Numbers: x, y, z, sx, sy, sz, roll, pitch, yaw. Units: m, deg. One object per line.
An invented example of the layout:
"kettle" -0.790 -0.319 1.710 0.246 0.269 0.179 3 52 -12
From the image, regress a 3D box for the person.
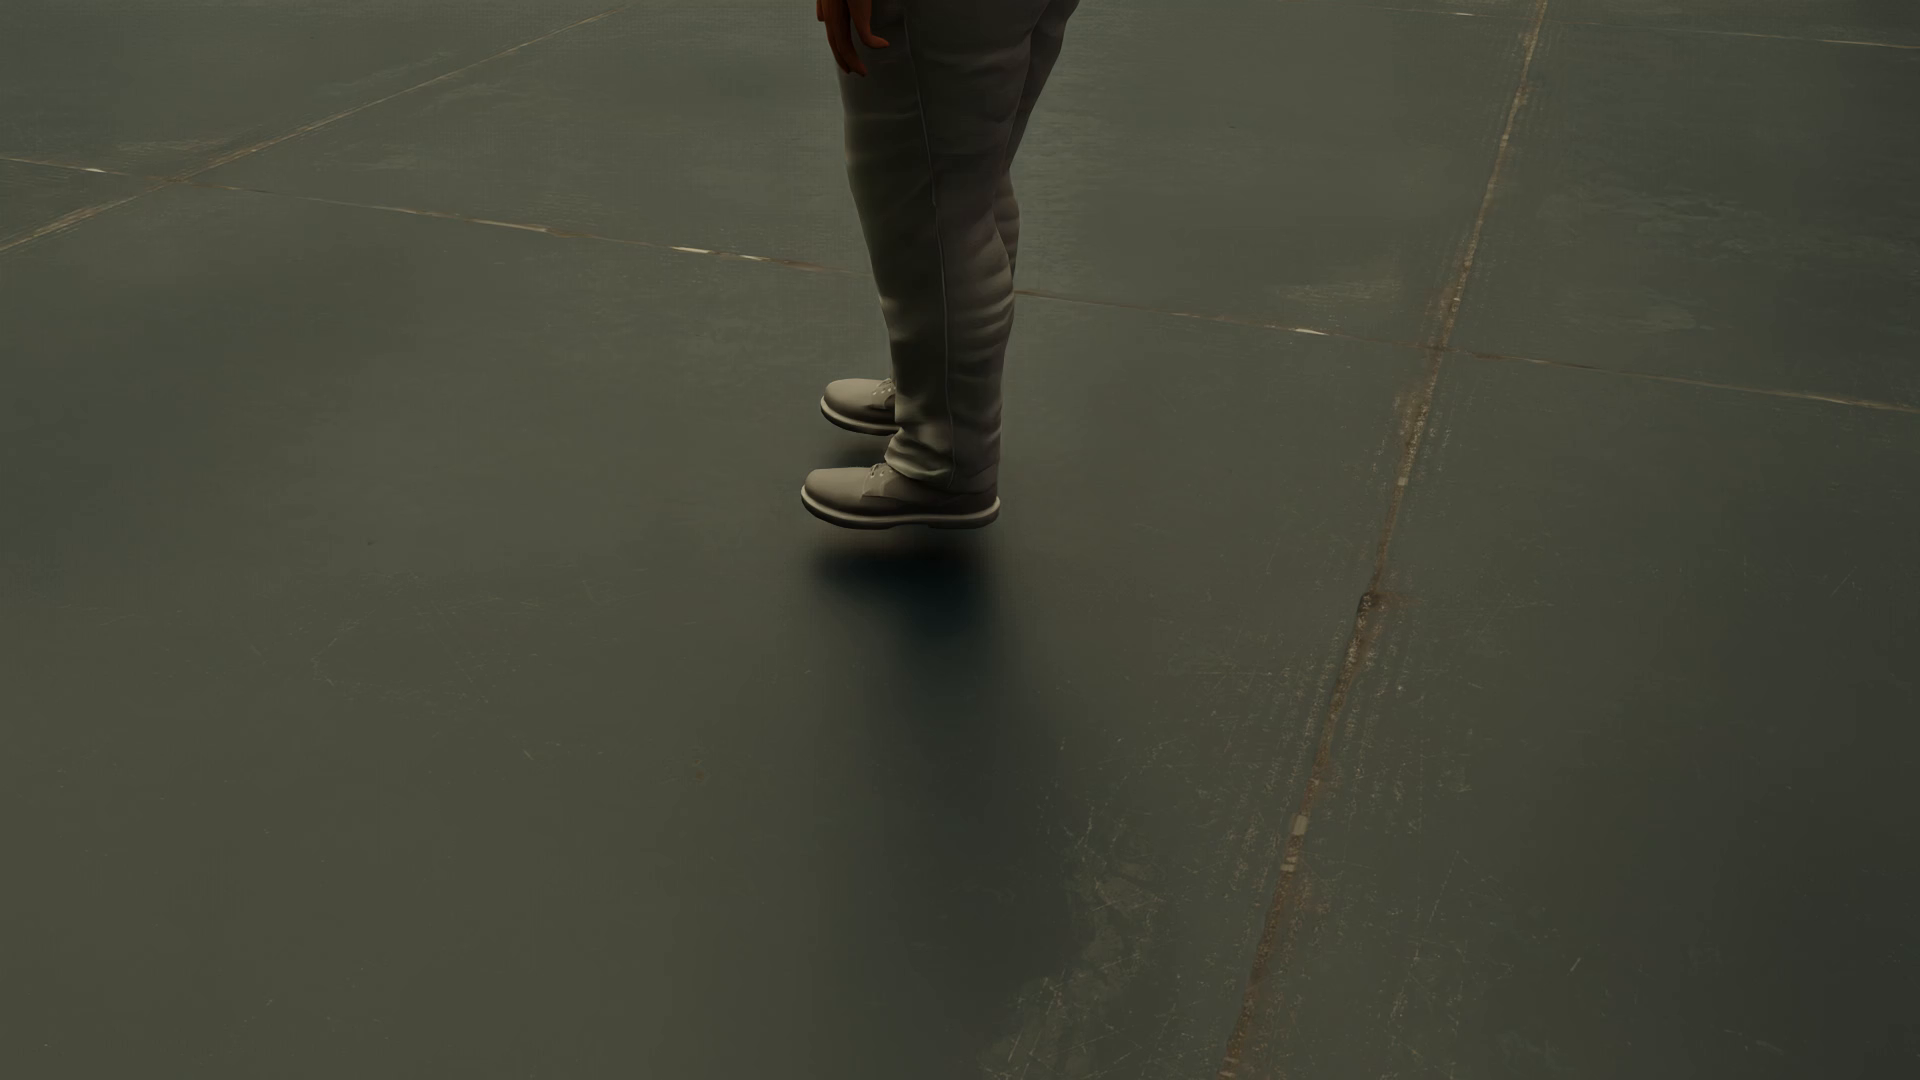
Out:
"person" -0.064 -0.790 2.108 0.529 1.670 0.598 10 31 18
